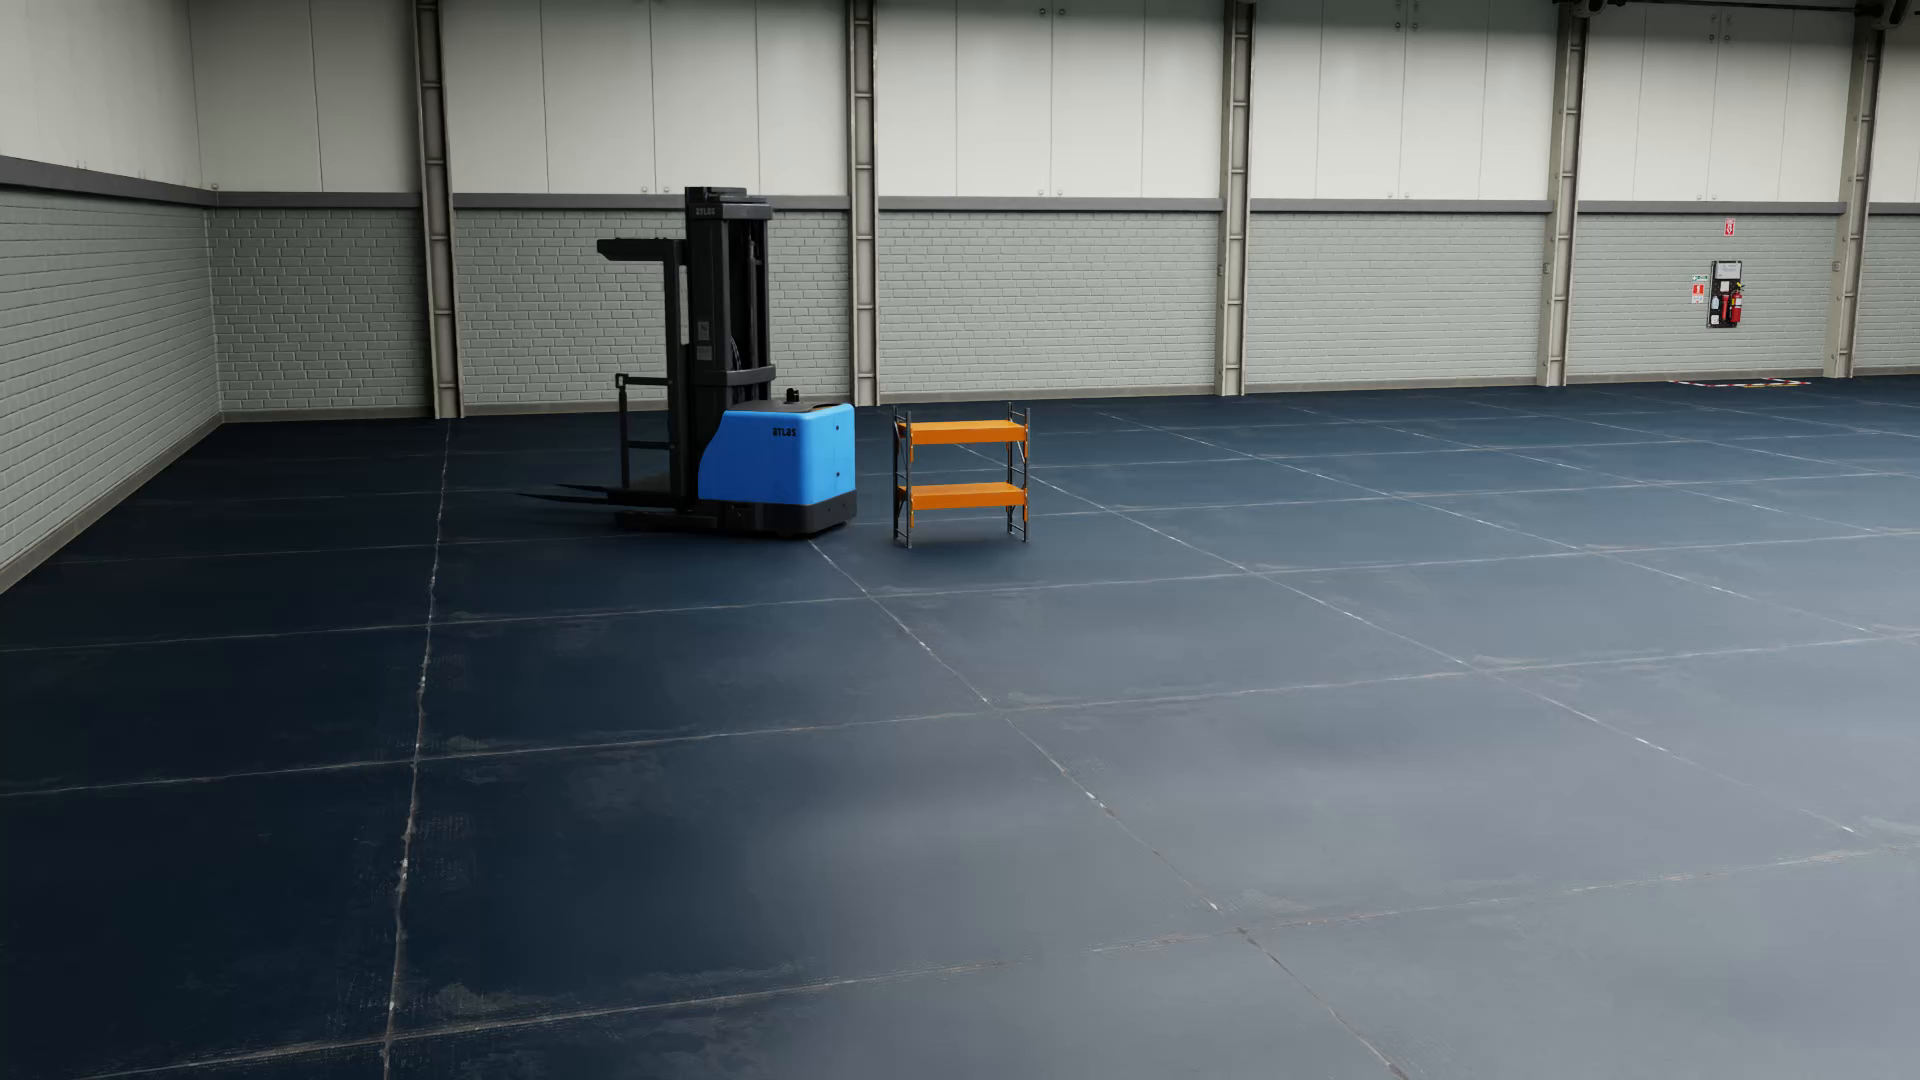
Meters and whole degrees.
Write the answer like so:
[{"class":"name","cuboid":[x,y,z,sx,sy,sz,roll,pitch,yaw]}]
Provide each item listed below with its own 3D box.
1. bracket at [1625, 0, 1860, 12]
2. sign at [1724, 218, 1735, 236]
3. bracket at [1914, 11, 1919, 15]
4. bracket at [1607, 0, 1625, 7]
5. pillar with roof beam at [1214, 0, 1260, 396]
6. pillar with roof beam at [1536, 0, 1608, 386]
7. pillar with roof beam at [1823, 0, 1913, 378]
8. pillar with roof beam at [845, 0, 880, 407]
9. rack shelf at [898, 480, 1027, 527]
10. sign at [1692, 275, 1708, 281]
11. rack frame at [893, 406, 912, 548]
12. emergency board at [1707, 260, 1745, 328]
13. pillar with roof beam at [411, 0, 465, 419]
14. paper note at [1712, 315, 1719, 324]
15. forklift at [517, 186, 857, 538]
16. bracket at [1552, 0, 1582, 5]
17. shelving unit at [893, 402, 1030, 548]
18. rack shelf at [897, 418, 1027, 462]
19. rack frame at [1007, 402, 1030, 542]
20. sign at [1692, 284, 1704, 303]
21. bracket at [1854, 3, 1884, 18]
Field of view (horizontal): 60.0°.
[{"class":"bracket","cuboid":[13.059,-8.928,27.745,4.783,0.066,0.076,-3,11,-16]},{"class":"sign","cuboid":[13.429,-5.460,29.015,0.199,0.298,0.001,-3,11,-16]},{"class":"bracket","cuboid":[18.820,-9.231,29.395,4.783,0.066,0.076,-3,11,-16]},{"class":"bracket","cuboid":[10.585,-8.797,27.037,0.430,0.232,0.235,-3,11,-16]},{"class":"pillar with roof beam","cuboid":[5.530,-6.016,21.870,0.548,9.000,9.100,-3,11,-16]},{"class":"pillar with roof beam","cuboid":[11.291,-6.319,23.519,0.548,9.000,9.100,-3,11,-16]},{"class":"pillar with roof beam","cuboid":[17.052,-6.623,25.168,0.548,9.000,9.100,-3,11,-16]},{"class":"pillar with roof beam","cuboid":[-0.231,-5.712,20.221,0.400,9.000,9.100,-3,11,-16]},{"class":"rack shelf","cuboid":[0.006,-0.313,13.991,1.000,0.278,0.538,-3,11,-16]},{"class":"sign","cuboid":[12.912,-4.569,29.020,0.331,0.109,0.001,-3,11,-16]},{"class":"rack frame","cuboid":[-0.482,-0.528,13.807,0.032,1.125,0.500,-3,11,-16]},{"class":"emergency board","cuboid":[13.465,-4.303,29.133,0.643,1.169,0.194,-3,11,-16]},{"class":"pillar with roof beam","cuboid":[-5.992,-5.409,18.571,0.400,9.000,9.100,-3,11,-16]},{"class":"paper note","cuboid":[13.276,-3.872,29.230,0.142,0.148,0.016,-3,11,-16]},{"class":"forklift","cuboid":[-2.491,-1.604,14.663,3.031,2.935,1.130,4,11,20]},{"class":"bracket","cuboid":[9.788,-8.755,26.809,0.430,0.232,0.235,-3,11,-16]},{"class":"shelving unit","cuboid":[0.006,-0.554,13.947,1.048,1.125,0.538,-3,11,-16]},{"class":"rack shelf","cuboid":[0.006,-0.841,13.894,1.000,0.278,0.538,-3,11,-16]},{"class":"rack frame","cuboid":[0.495,-0.579,14.086,0.032,1.125,0.500,-3,11,-16]},{"class":"sign","cuboid":[12.905,-4.310,29.076,0.234,0.329,0.001,-3,11,-16]},{"class":"bracket","cuboid":[15.549,-9.059,28.458,0.430,0.232,0.235,-3,11,-16]}]
